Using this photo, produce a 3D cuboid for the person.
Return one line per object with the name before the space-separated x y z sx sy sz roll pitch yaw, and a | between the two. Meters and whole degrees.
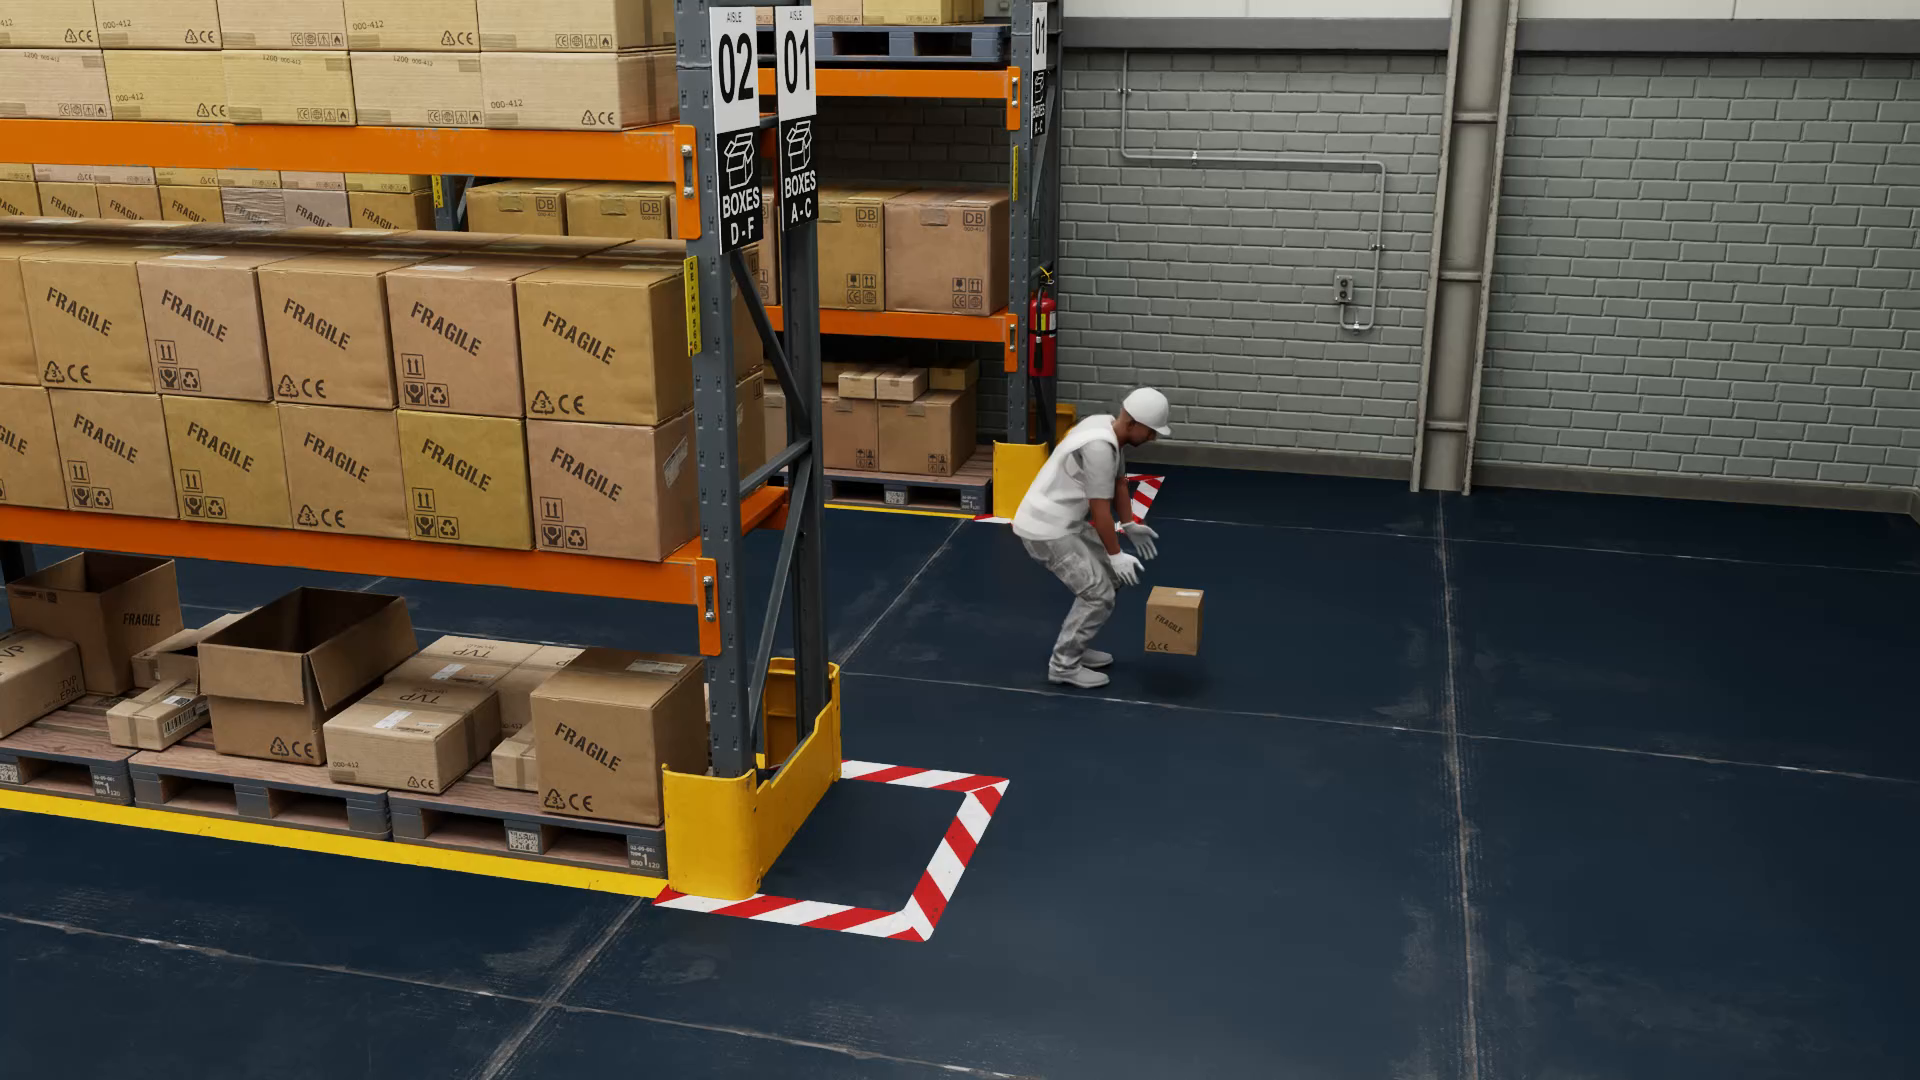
person | 0.642 -0.041 8.154 0.737 1.470 0.611 5 19 14
